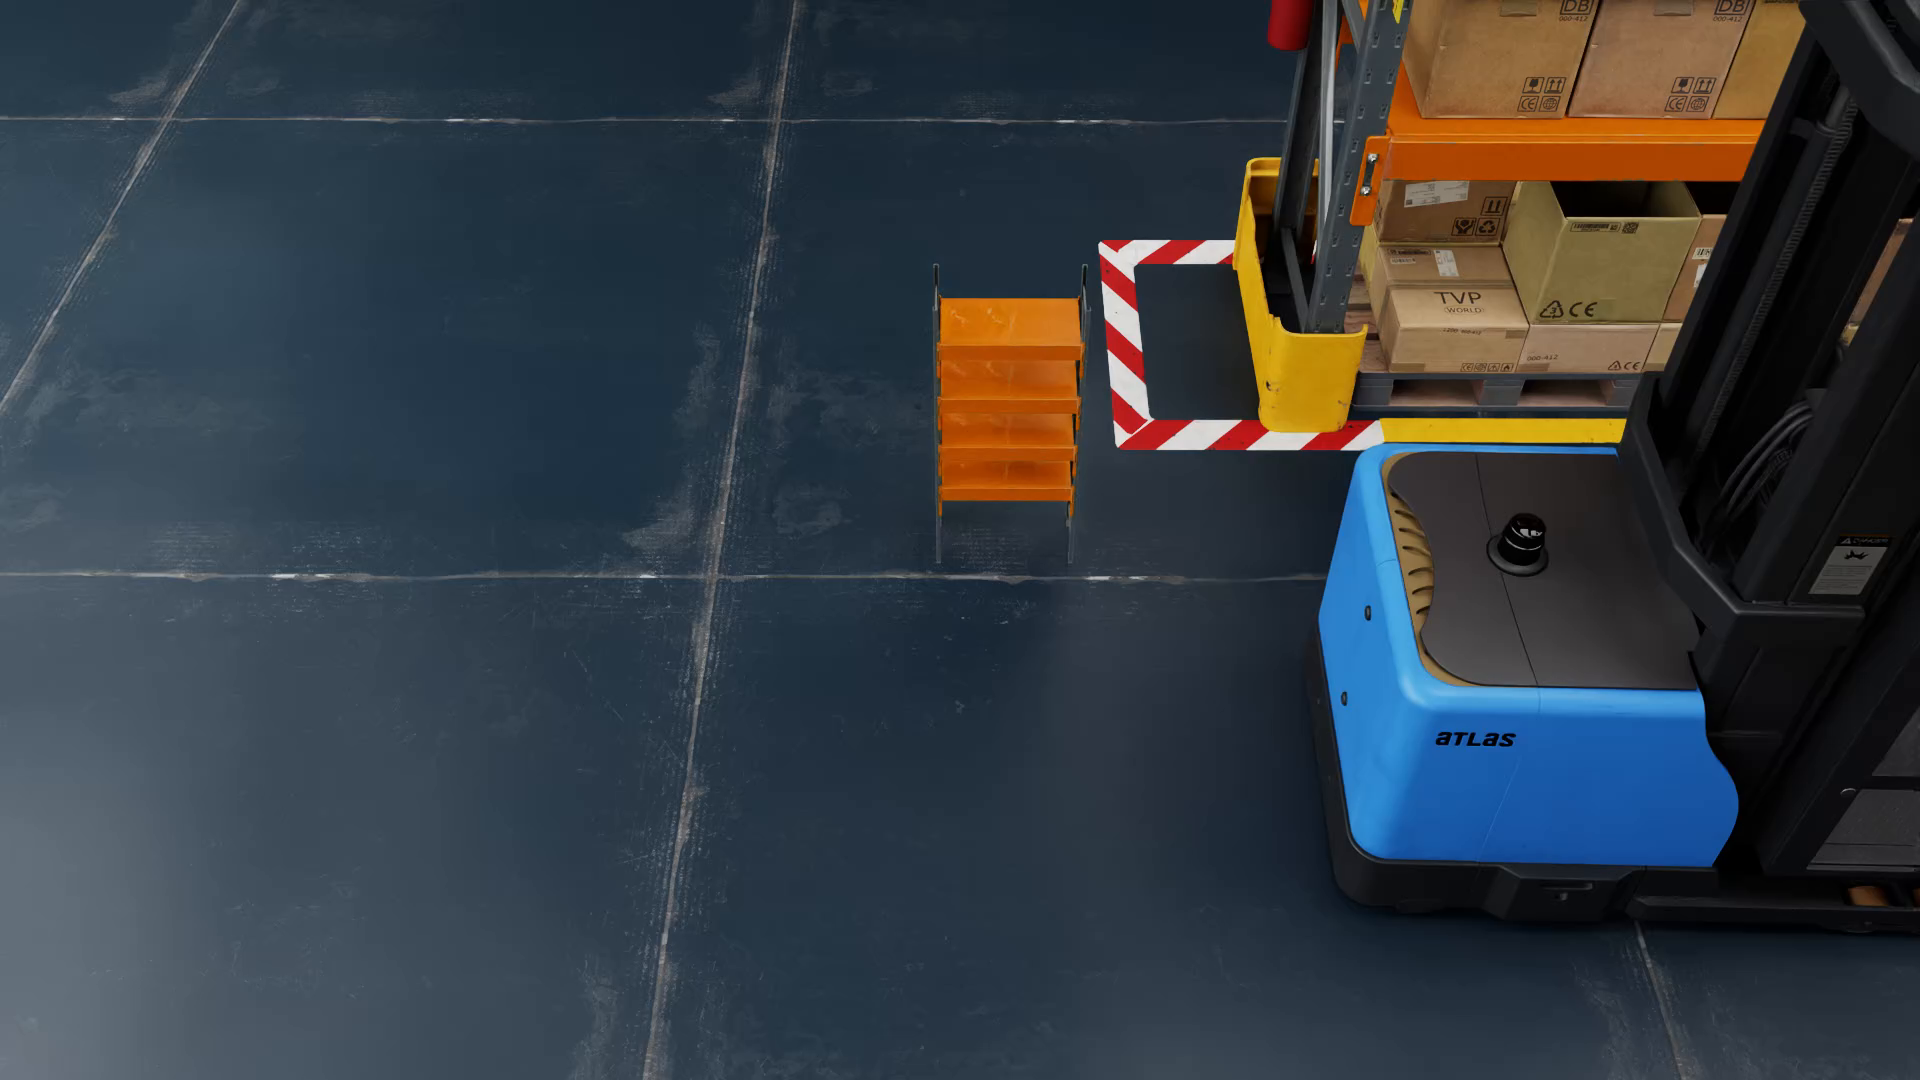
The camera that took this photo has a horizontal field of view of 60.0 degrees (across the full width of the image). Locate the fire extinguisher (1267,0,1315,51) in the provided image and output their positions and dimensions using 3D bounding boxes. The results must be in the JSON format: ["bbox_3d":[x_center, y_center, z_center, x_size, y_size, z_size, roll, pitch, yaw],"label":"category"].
[{"bbox_3d":[1.291,-2.194,6.296,0.183,0.674,0.296,0,47,0],"label":"fire extinguisher"}]

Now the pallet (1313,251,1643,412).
[{"bbox_3d":[2.172,-0.959,6.998,1.213,0.211,1.003,0,47,0],"label":"pallet"}]

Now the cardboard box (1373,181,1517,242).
[{"bbox_3d":[1.945,-1.559,6.731,0.500,0.500,0.500,0,47,0],"label":"cardboard box"}]

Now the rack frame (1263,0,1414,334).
[{"bbox_3d":[1.407,-1.880,5.951,0.127,3.000,1.000,0,47,0],"label":"rack frame"}]

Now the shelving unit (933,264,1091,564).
[{"bbox_3d":[0.166,-0.408,5.810,0.503,1.200,0.258,0,47,0],"label":"shelving unit"}]

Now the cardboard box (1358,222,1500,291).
[{"bbox_3d":[1.945,-1.302,7.004,0.500,0.250,0.500,0,47,0],"label":"cardboard box"}]

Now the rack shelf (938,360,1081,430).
[{"bbox_3d":[0.166,-0.515,5.696,0.480,0.148,0.258,0,47,0],"label":"rack shelf"}]

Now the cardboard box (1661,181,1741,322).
[{"bbox_3d":[2.943,-1.186,6.384,0.500,0.500,0.500,0,47,0],"label":"cardboard box"}]

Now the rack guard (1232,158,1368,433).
[{"bbox_3d":[1.383,-1.029,6.866,0.348,0.500,1.175,0,47,0],"label":"rack guard"}]

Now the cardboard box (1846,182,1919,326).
[{"bbox_3d":[3.443,-1.172,6.371,0.500,0.500,0.500,0,47,0],"label":"cardboard box"}]

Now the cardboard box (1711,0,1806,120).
[{"bbox_3d":[2.896,-1.900,5.901,0.500,0.500,0.700,0,47,0],"label":"cardboard box"}]

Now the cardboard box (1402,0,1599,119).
[{"bbox_3d":[1.874,-1.904,5.905,0.500,0.500,0.700,0,47,0],"label":"cardboard box"}]

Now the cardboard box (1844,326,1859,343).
[{"bbox_3d":[3.443,-0.917,6.646,0.500,0.250,0.500,0,47,0],"label":"cardboard box"}]

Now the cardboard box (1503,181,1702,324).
[{"bbox_3d":[2.443,-1.178,6.376,0.500,0.500,0.500,0,47,0],"label":"cardboard box"}]

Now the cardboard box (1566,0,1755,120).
[{"bbox_3d":[2.399,-1.906,5.907,0.500,0.500,0.700,1,47,1],"label":"cardboard box"}]

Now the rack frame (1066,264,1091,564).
[{"bbox_3d":[0.410,-0.408,5.810,0.015,1.200,0.240,0,47,0],"label":"rack frame"}]

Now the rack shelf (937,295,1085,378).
[{"bbox_3d":[0.166,-0.676,5.523,0.480,0.148,0.258,0,47,0],"label":"rack shelf"}]

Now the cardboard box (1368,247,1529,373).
[{"bbox_3d":[1.943,-0.922,6.651,0.500,0.250,0.500,0,47,0],"label":"cardboard box"}]

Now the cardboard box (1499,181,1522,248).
[{"bbox_3d":[2.445,-1.309,7.011,0.500,0.250,0.500,0,47,0],"label":"cardboard box"}]

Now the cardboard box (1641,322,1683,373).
[{"bbox_3d":[2.943,-0.922,6.651,0.500,0.250,0.500,0,47,0],"label":"cardboard box"}]

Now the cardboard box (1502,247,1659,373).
[{"bbox_3d":[2.443,-0.924,6.652,0.500,0.250,0.500,0,47,0],"label":"cardboard box"}]

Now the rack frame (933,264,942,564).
[{"bbox_3d":[-0.078,-0.409,5.811,0.015,1.200,0.240,0,47,0],"label":"rack frame"}]

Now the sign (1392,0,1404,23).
[{"bbox_3d":[1.399,-1.796,5.227,0.005,0.325,0.100,0,47,0],"label":"sign"}]

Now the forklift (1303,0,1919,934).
[{"bbox_3d":[2.691,-0.183,4.418,3.031,2.935,1.130,1,47,1],"label":"forklift"}]

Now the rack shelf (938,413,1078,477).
[{"bbox_3d":[0.166,-0.362,5.860,0.480,0.148,0.258,0,47,0],"label":"rack shelf"}]

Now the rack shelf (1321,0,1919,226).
[{"bbox_3d":[3.407,-1.630,6.209,4.000,0.370,1.077,0,47,0],"label":"rack shelf"}]

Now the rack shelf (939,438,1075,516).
[{"bbox_3d":[0.166,-0.227,6.005,0.480,0.148,0.258,0,47,0],"label":"rack shelf"}]
